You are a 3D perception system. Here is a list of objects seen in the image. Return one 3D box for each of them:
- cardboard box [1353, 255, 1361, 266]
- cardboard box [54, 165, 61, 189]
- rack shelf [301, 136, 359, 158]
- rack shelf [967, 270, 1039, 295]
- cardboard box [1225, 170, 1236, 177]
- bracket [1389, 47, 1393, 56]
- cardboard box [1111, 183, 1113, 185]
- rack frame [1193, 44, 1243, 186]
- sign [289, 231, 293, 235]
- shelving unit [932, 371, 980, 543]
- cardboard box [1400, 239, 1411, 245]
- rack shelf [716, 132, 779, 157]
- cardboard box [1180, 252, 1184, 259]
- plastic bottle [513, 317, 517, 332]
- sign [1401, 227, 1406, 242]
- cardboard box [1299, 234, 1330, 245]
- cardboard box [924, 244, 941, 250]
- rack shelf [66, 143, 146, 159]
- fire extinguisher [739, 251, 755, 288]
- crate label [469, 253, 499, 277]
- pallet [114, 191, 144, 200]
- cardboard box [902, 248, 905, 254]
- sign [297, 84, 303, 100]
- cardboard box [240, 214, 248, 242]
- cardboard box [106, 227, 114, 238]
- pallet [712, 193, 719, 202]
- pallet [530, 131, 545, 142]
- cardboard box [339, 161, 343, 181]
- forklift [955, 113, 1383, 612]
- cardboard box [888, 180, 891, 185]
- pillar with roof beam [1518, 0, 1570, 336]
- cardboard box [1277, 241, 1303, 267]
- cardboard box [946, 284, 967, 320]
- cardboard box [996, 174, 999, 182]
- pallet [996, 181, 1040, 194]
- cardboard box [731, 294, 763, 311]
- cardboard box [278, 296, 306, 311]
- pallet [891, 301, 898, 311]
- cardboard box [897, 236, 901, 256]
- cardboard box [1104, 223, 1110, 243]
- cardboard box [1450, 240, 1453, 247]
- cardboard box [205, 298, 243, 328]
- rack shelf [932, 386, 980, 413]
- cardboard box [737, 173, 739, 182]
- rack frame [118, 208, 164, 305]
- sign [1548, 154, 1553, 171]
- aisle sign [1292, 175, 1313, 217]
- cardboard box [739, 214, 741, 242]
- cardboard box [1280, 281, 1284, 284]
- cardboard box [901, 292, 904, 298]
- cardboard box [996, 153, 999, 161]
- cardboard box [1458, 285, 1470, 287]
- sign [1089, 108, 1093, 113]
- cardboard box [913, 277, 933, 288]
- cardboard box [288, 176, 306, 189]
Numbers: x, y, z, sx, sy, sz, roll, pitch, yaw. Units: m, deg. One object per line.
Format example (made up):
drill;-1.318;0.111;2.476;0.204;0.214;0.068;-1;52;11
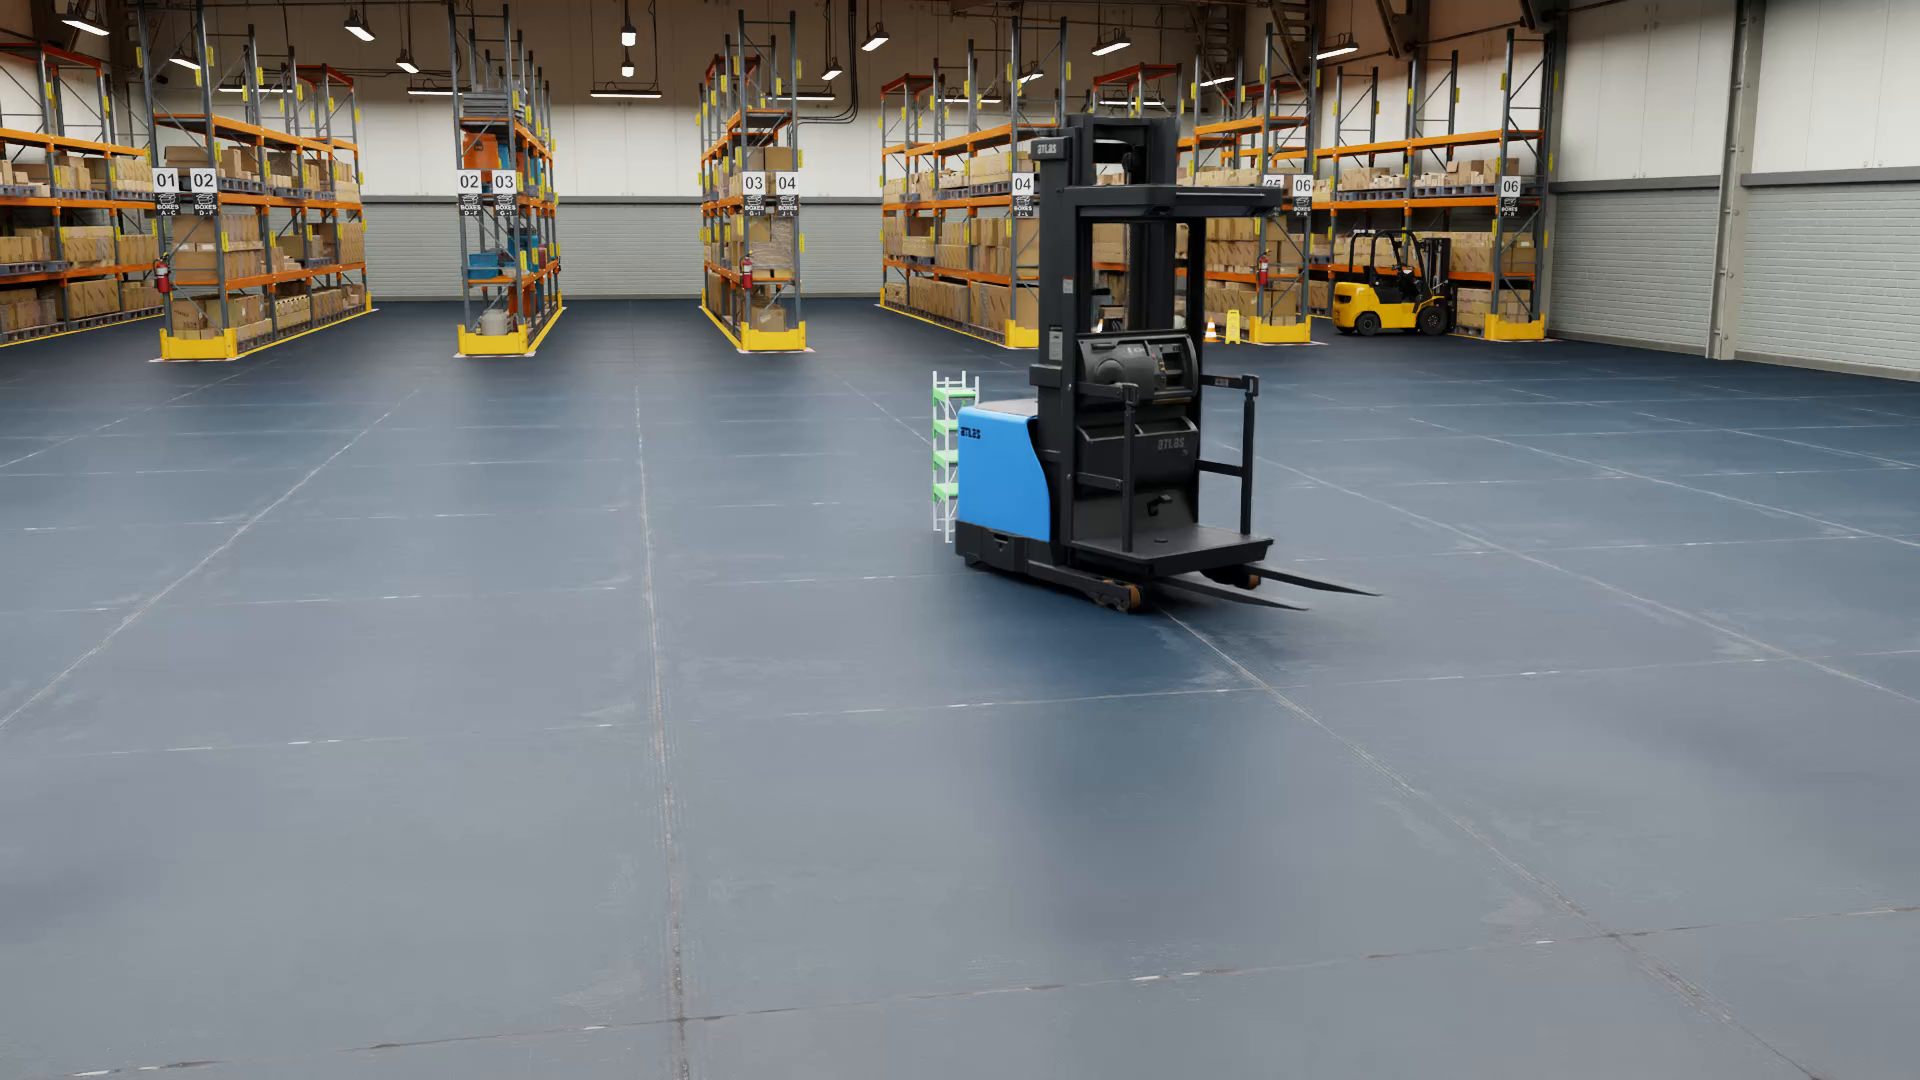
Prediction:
cardboard box;9.646;-6.649;39.509;0.500;0.250;0.500;-2;11;-13
cardboard box;-19.871;-7.839;35.892;0.700;0.500;0.500;-3;11;-14
rack shelf;-15.875;-9.791;41.504;1.077;0.370;4.000;-2;11;-11
rack shelf;1.062;-5.166;33.241;1.077;0.370;4.000;-2;11;-11
cardboard box;5.600;-7.424;33.699;0.380;0.149;0.250;-2;11;-10
bracket;10.308;-11.572;39.301;0.235;0.232;0.430;-2;11;-11
cardboard box;3.965;-8.818;41.718;0.396;0.266;0.258;-1;11;-6
rack frame;5.509;-9.032;35.583;1.000;3.000;0.127;-2;11;-11
sign;-16.017;-7.236;39.878;0.100;0.325;0.005;-2;11;-11
shelving unit;-0.032;-0.620;12.244;0.258;1.200;0.503;-2;11;-11
cardboard box;10.093;-6.688;37.313;0.380;0.149;0.250;-2;11;-9
rack shelf;-4.601;-8.489;35.721;1.077;0.370;4.000;-2;11;-11
cardboard box;5.104;-6.301;36.829;0.380;0.149;0.250;-2;11;-13
plastic bottle;-8.639;-4.190;32.277;0.061;0.283;0.133;-2;11;-11
sign;9.847;-6.775;36.882;0.100;0.325;0.005;-2;11;-11
cardboard box;9.100;-7.549;42.439;0.797;0.503;0.637;-2;11;-12
cardboard box;-0.648;-6.923;39.301;0.380;0.149;0.250;-2;11;-10
rack shelf;-20.733;-9.415;40.591;1.077;0.370;4.000;-2;11;-11
fire extinguisher;-3.864;-4.915;30.205;0.296;0.674;0.183;-2;11;-11
crate label;-8.916;-5.156;31.168;0.502;0.435;0.616;-2;11;-11
pallet;-20.727;-8.455;40.812;1.003;0.211;1.213;-2;11;-11
cardboard box;-1.258;-7.348;42.326;0.380;0.149;0.250;-3;11;-14
sign;-14.164;-9.603;35.662;0.100;0.325;0.005;-2;11;-11
cardboard box;-13.641;-5.786;30.835;0.700;0.500;0.500;-2;11;-11
cardboard box;-20.002;-7.149;38.610;0.500;0.250;0.500;-2;11;-10
pallet;-5.388;-8.160;39.529;1.003;0.211;1.213;-2;11;-8
pallet;-9.958;-9.069;37.354;1.213;0.211;1.003;-2;11;-11
cardboard box;-15.679;-9.122;41.138;0.700;0.500;0.500;-2;11;-11
forklift;1.239;-1.110;10.190;1.130;2.935;3.031;-8;13;-35
cardboard box;-1.762;-9.716;45.199;0.380;0.149;0.250;-2;11;-10
pillar with roof beam;7.681;-8.484;32.701;9.100;9.000;0.548;-2;11;-11
cardboard box;6.467;-5.644;32.762;0.500;0.500;0.500;-2;11;-12
cardboard box;0.280;-5.275;36.783;1.050;0.750;0.750;-2;11;-11
cardboard box;0.906;-6.947;31.930;0.380;0.149;0.250;-2;11;-10
pallet;1.296;-6.718;31.687;1.003;0.211;1.213;-2;11;-11
cardboard box;-4.720;-5.223;37.124;0.700;0.500;0.500;-3;11;-16
cardboard box;-14.257;-5.047;35.424;0.500;0.311;0.500;-2;11;-12
pallet;-1.289;-6.330;44.889;1.003;0.211;1.213;-2;11;-11
cardboard box;-1.354;-7.723;43.685;0.500;0.500;0.500;-2;11;-13
cardboard box;3.978;-7.817;42.302;0.500;0.500;0.500;-2;11;-12
cardboard box;10.462;-6.282;35.175;0.380;0.149;0.250;-2;11;-12
cardboard box;-13.137;-4.053;29.695;0.500;0.500;0.500;-2;11;-11
rack shelf;-0.032;-1.029;12.166;0.258;0.148;0.480;-2;11;-11
cardboard box;-3.963;-6.770;31.054;0.380;0.149;0.250;-2;11;-11
rack frame;-21.122;-7.385;42.975;1.000;3.000;0.127;-2;11;-11
sign;11.700;-7.493;32.972;0.100;0.325;0.005;-2;11;-11
aisle sign;6.603;-6.628;32.046;0.394;0.787;0.004;-2;11;-11
cardboard box;-3.886;-5.861;31.229;0.500;0.500;0.500;-2;11;-11
cardboard box;8.759;-6.907;44.290;0.380;0.149;0.250;-2;11;-13
cardboard box;-1.321;-6.401;43.510;0.380;0.149;0.250;-3;11;-14
cardboard box;0.904;-7.340;31.863;0.380;0.149;0.250;-2;11;-10
cardboard box;10.861;-5.344;35.808;0.500;0.250;0.500;-2;11;-11
sign;3.404;-11.020;43.107;0.100;0.325;0.005;-2;11;-11
cardboard box;-0.892;-6.458;41.659;0.500;0.250;0.500;-2;11;-9
cardboard box;-14.826;-7.700;36.340;0.910;0.500;0.500;-2;11;-11
